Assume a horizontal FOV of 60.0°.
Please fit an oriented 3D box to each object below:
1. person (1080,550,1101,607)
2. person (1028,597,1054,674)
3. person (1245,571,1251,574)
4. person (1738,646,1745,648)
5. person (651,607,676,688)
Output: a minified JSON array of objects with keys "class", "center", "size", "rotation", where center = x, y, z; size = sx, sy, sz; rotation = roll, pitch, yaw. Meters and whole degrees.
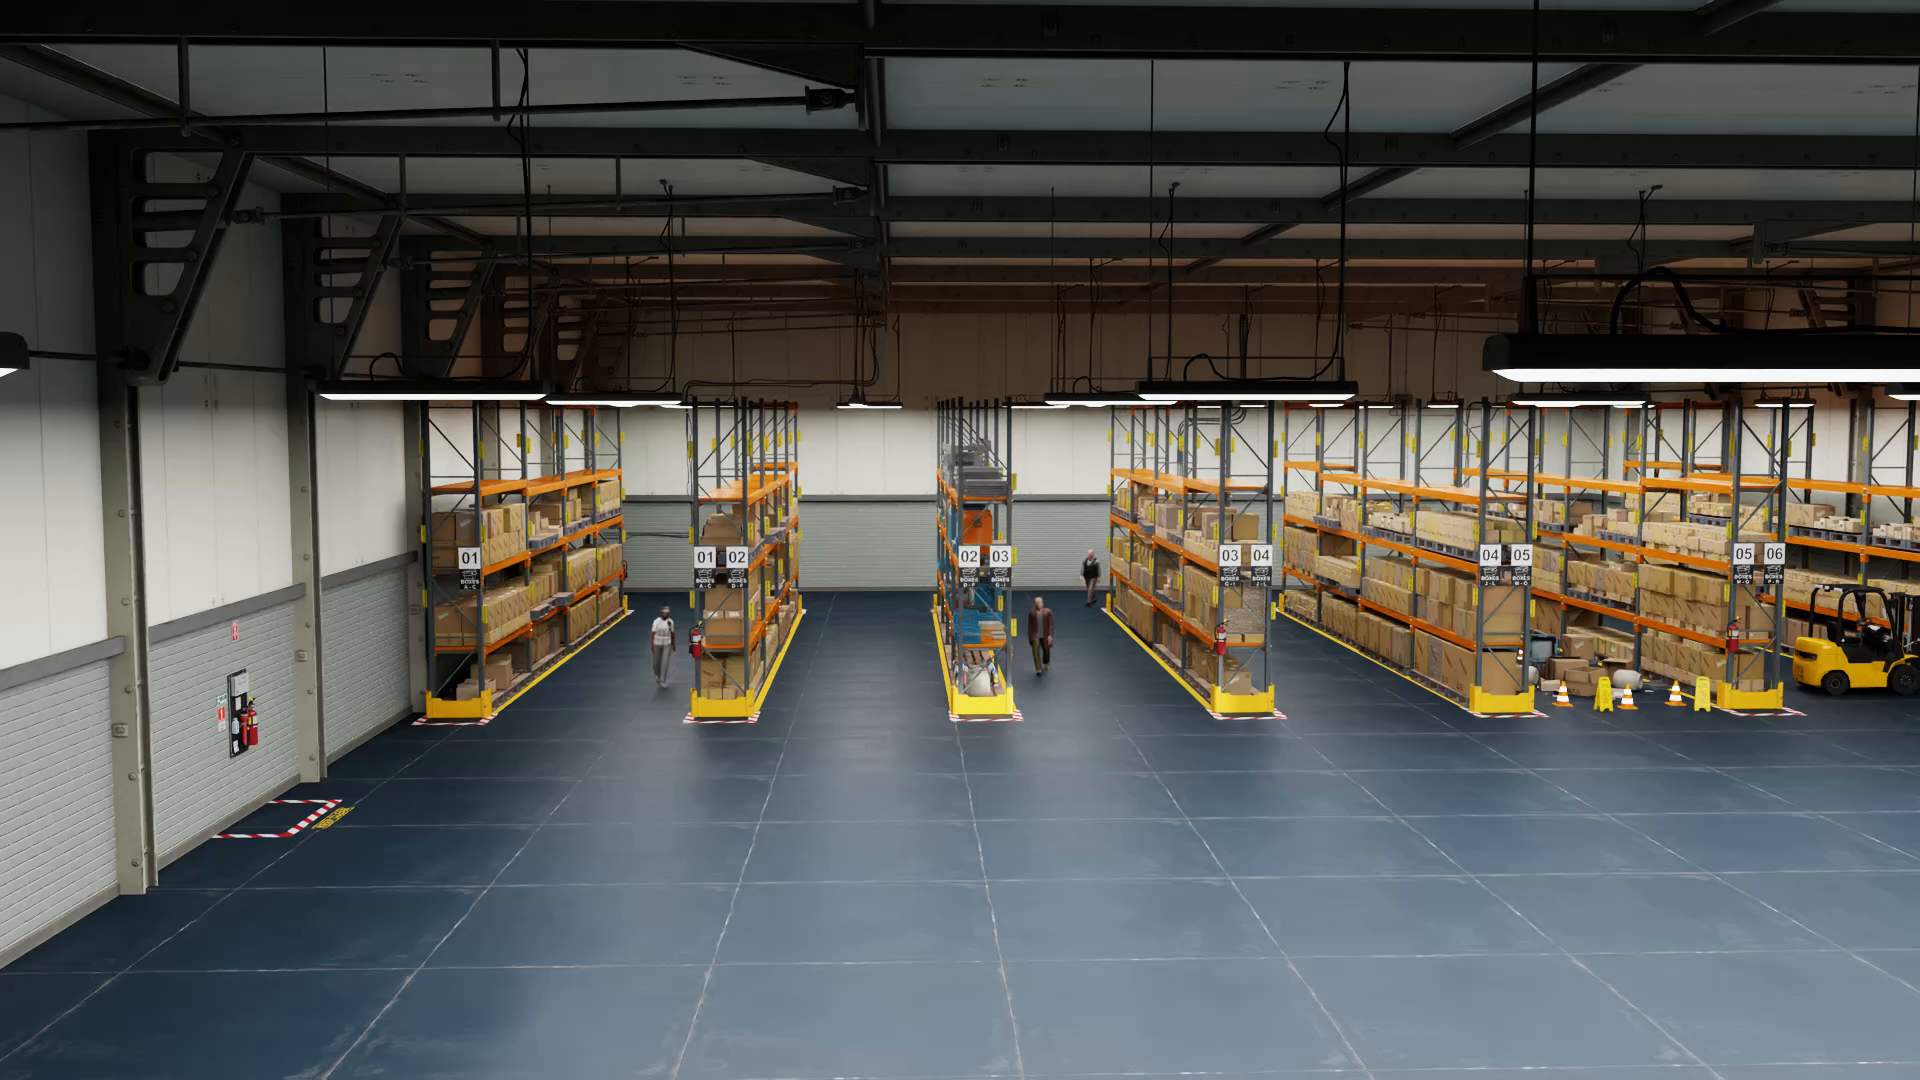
[{"class":"person","center":[3.833,1.113,48.739],"size":[0.555,1.666,1.101],"rotation":[3,5,31]},{"class":"person","center":[1.766,2.078,36.454],"size":[0.576,1.656,1.144],"rotation":[0,4,6]},{"class":"person","center":[8.360,1.086,48.568],"size":[0.851,1.761,0.587],"rotation":[0,4,-2]},{"class":"person","center":[16.884,2.154,36.224],"size":[0.550,1.562,0.735],"rotation":[-1,4,-9]},{"class":"person","center":[-6.224,2.217,34.890],"size":[0.543,1.658,0.805],"rotation":[-1,5,-19]}]
